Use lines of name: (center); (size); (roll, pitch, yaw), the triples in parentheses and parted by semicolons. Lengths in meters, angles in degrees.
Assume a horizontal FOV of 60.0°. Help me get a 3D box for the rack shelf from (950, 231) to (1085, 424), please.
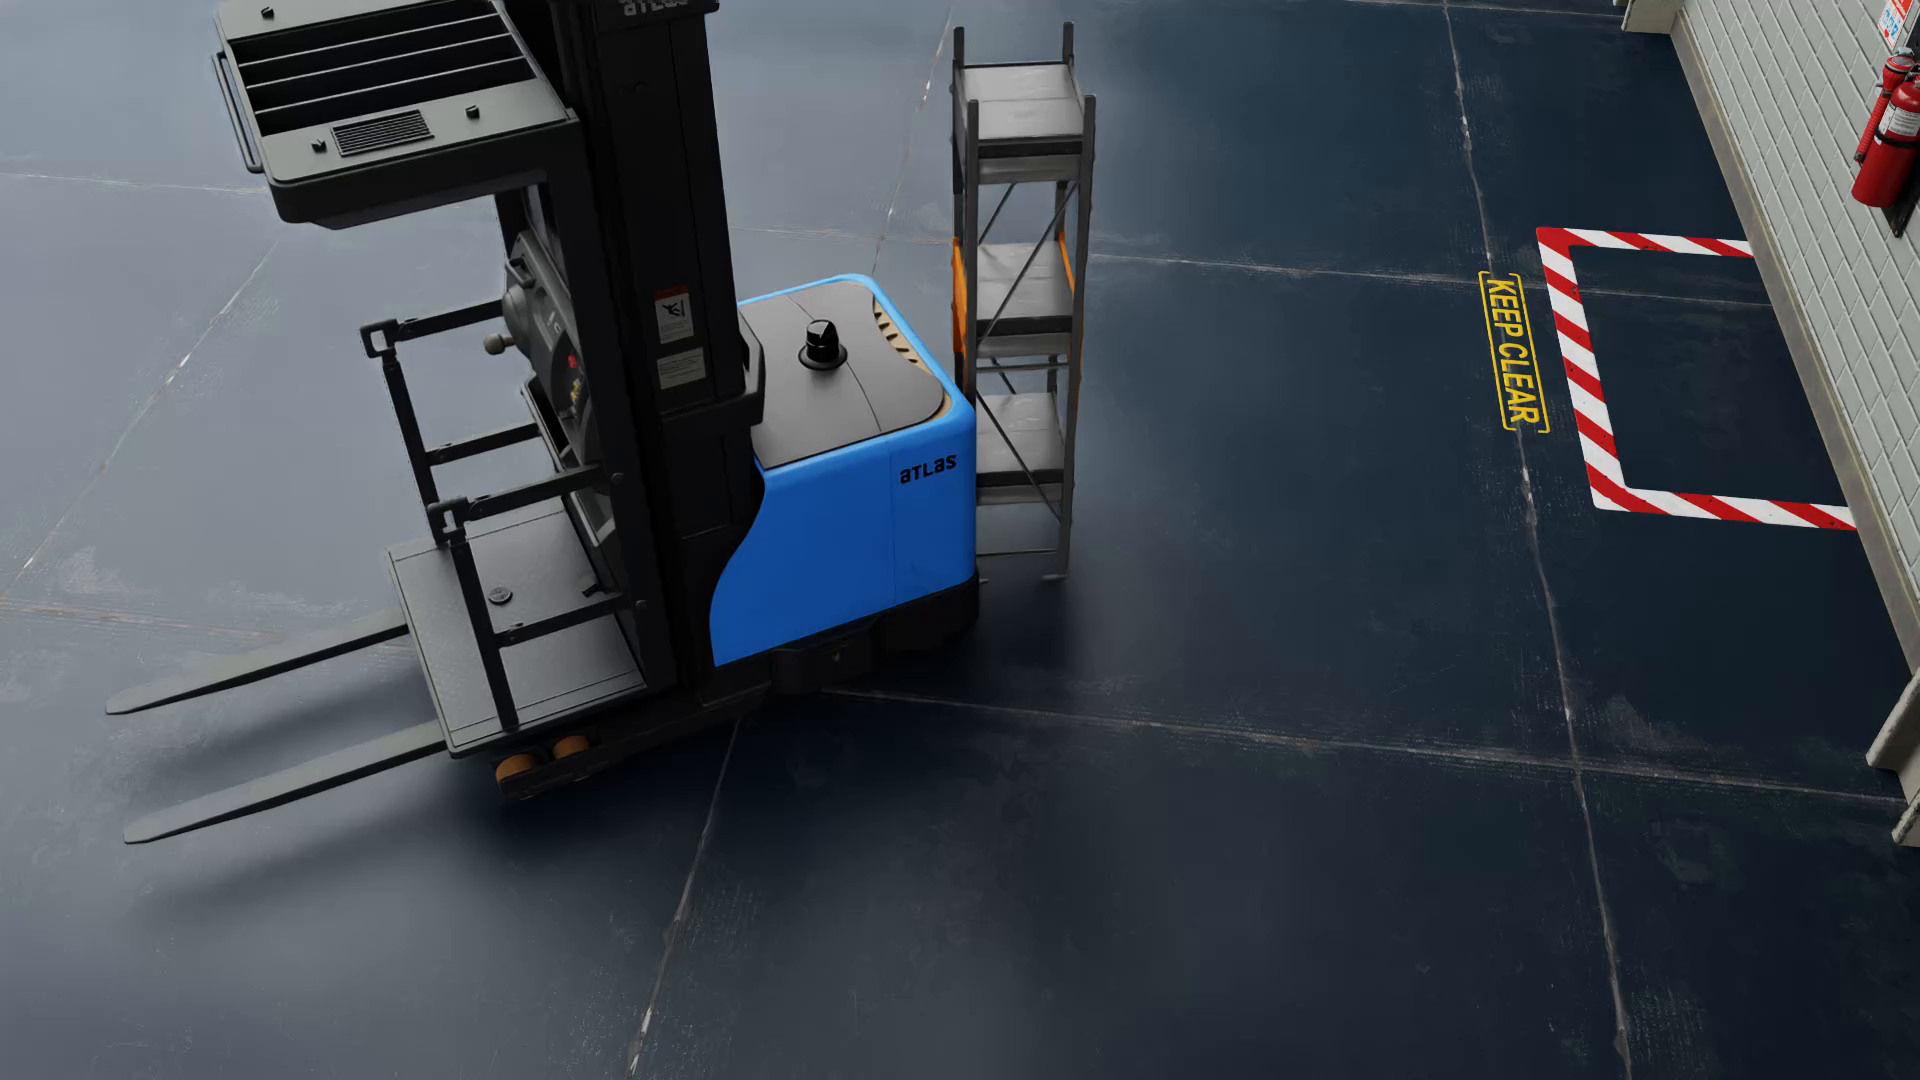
rack shelf: (0.200, -0.761, 6.046); (0.431, 0.518, 0.480); (-4, 44, -4)

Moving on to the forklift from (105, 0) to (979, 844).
forklift: (-1.485, -0.575, 5.225); (3.031, 2.935, 1.130); (-18, 46, -18)

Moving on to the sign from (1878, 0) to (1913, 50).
sign: (3.902, -2.237, 6.904); (0.001, 0.329, 0.234); (5, 44, 6)

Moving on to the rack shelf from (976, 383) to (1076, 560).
rack shelf: (0.200, -0.253, 6.527); (0.431, 0.518, 0.480); (-4, 44, -4)

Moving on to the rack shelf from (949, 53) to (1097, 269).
rack shelf: (0.200, -1.269, 5.565); (0.431, 0.518, 0.480); (-4, 44, -4)

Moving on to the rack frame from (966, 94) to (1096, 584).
rack frame: (0.223, -0.604, 5.860); (0.400, 2.100, 0.015); (-4, 44, -4)

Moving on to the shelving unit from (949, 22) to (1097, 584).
shelving unit: (0.200, -0.771, 6.037); (0.431, 2.100, 0.503); (-4, 44, -4)

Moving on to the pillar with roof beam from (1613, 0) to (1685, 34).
pillar with roof beam: (-0.112, -6.834, 7.423); (9.100, 9.000, 0.400); (5, 44, 6)

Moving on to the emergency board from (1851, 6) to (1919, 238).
emergency board: (3.727, -1.856, 6.529); (0.194, 1.169, 0.643); (5, 44, 6)

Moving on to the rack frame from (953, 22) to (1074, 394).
rack frame: (0.178, -0.938, 6.213); (0.400, 2.100, 0.015); (-4, 44, -4)
